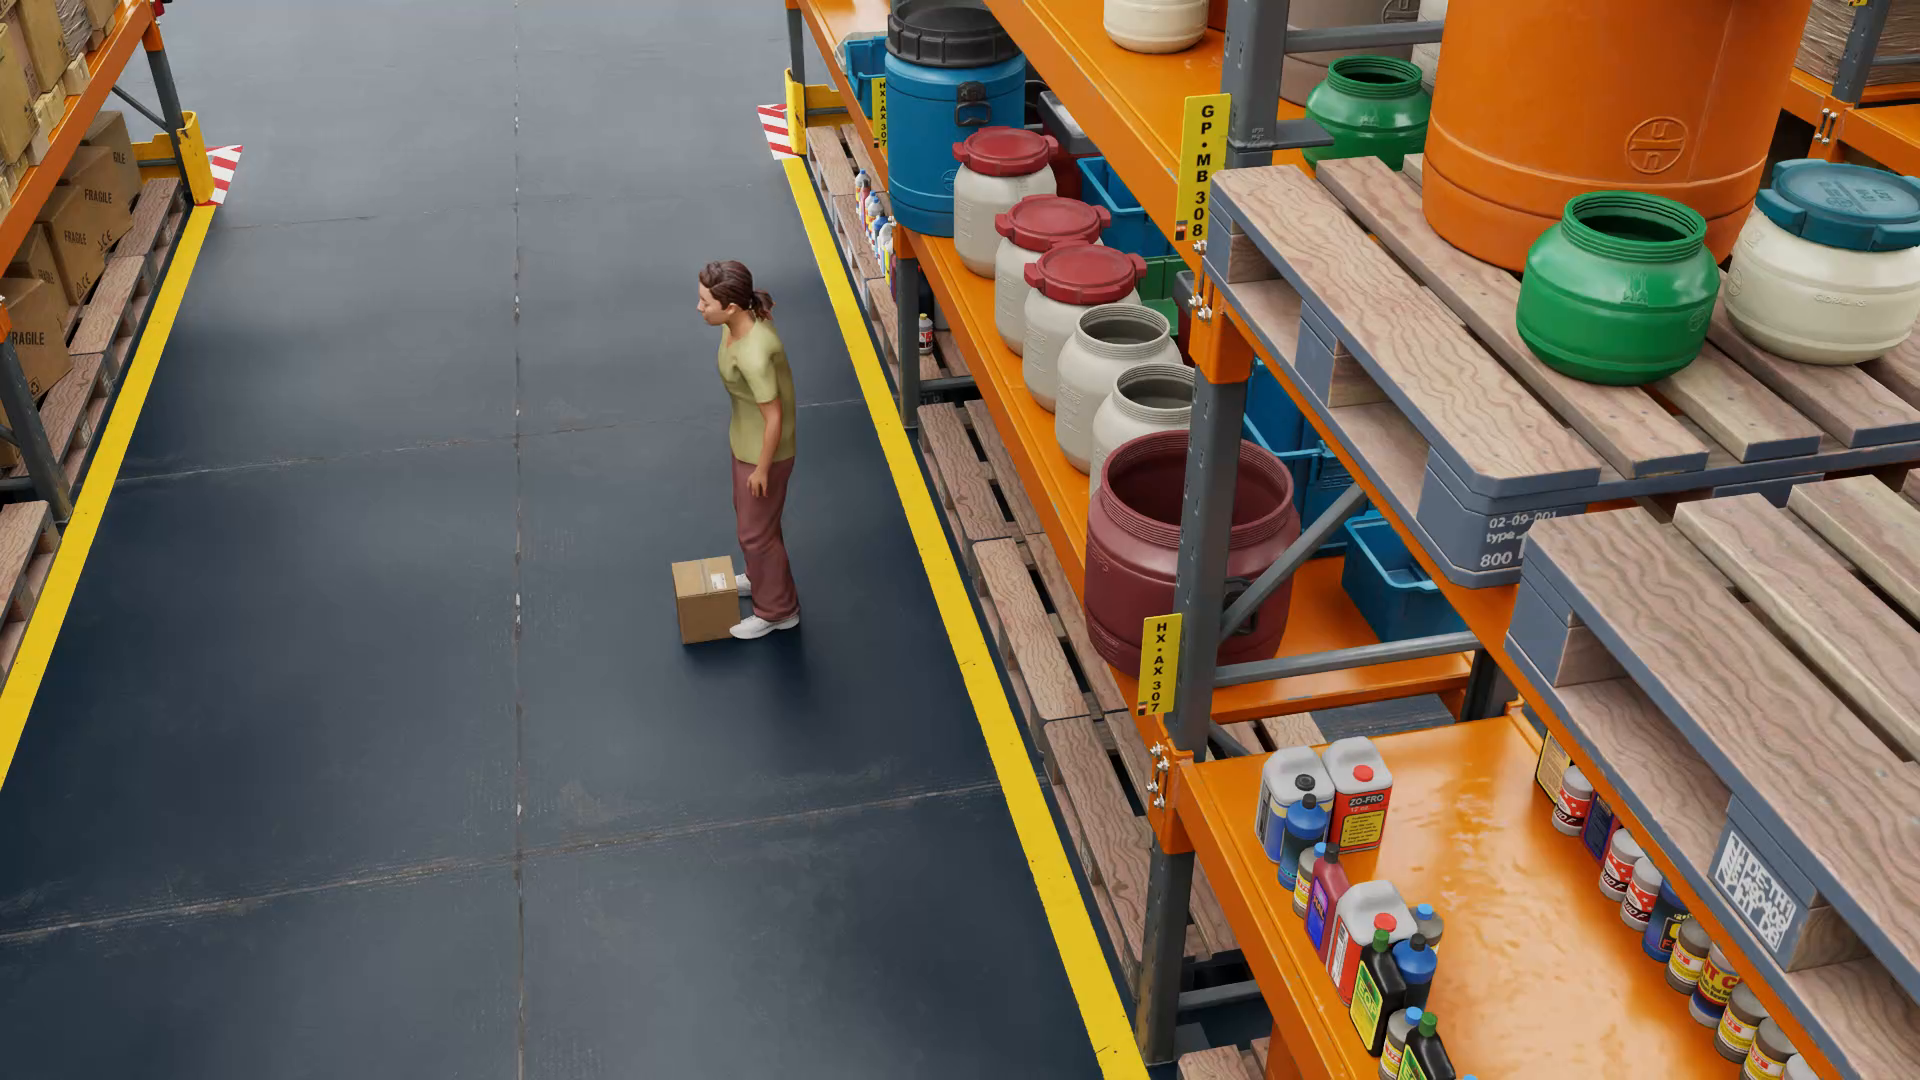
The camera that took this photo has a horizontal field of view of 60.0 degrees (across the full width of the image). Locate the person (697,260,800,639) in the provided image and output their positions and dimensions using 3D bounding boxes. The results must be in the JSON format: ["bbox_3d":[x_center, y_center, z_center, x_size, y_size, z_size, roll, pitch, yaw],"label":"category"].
[{"bbox_3d":[-0.831,-0.366,6.677,0.354,1.673,0.514,-8,35,-12],"label":"person"}]
